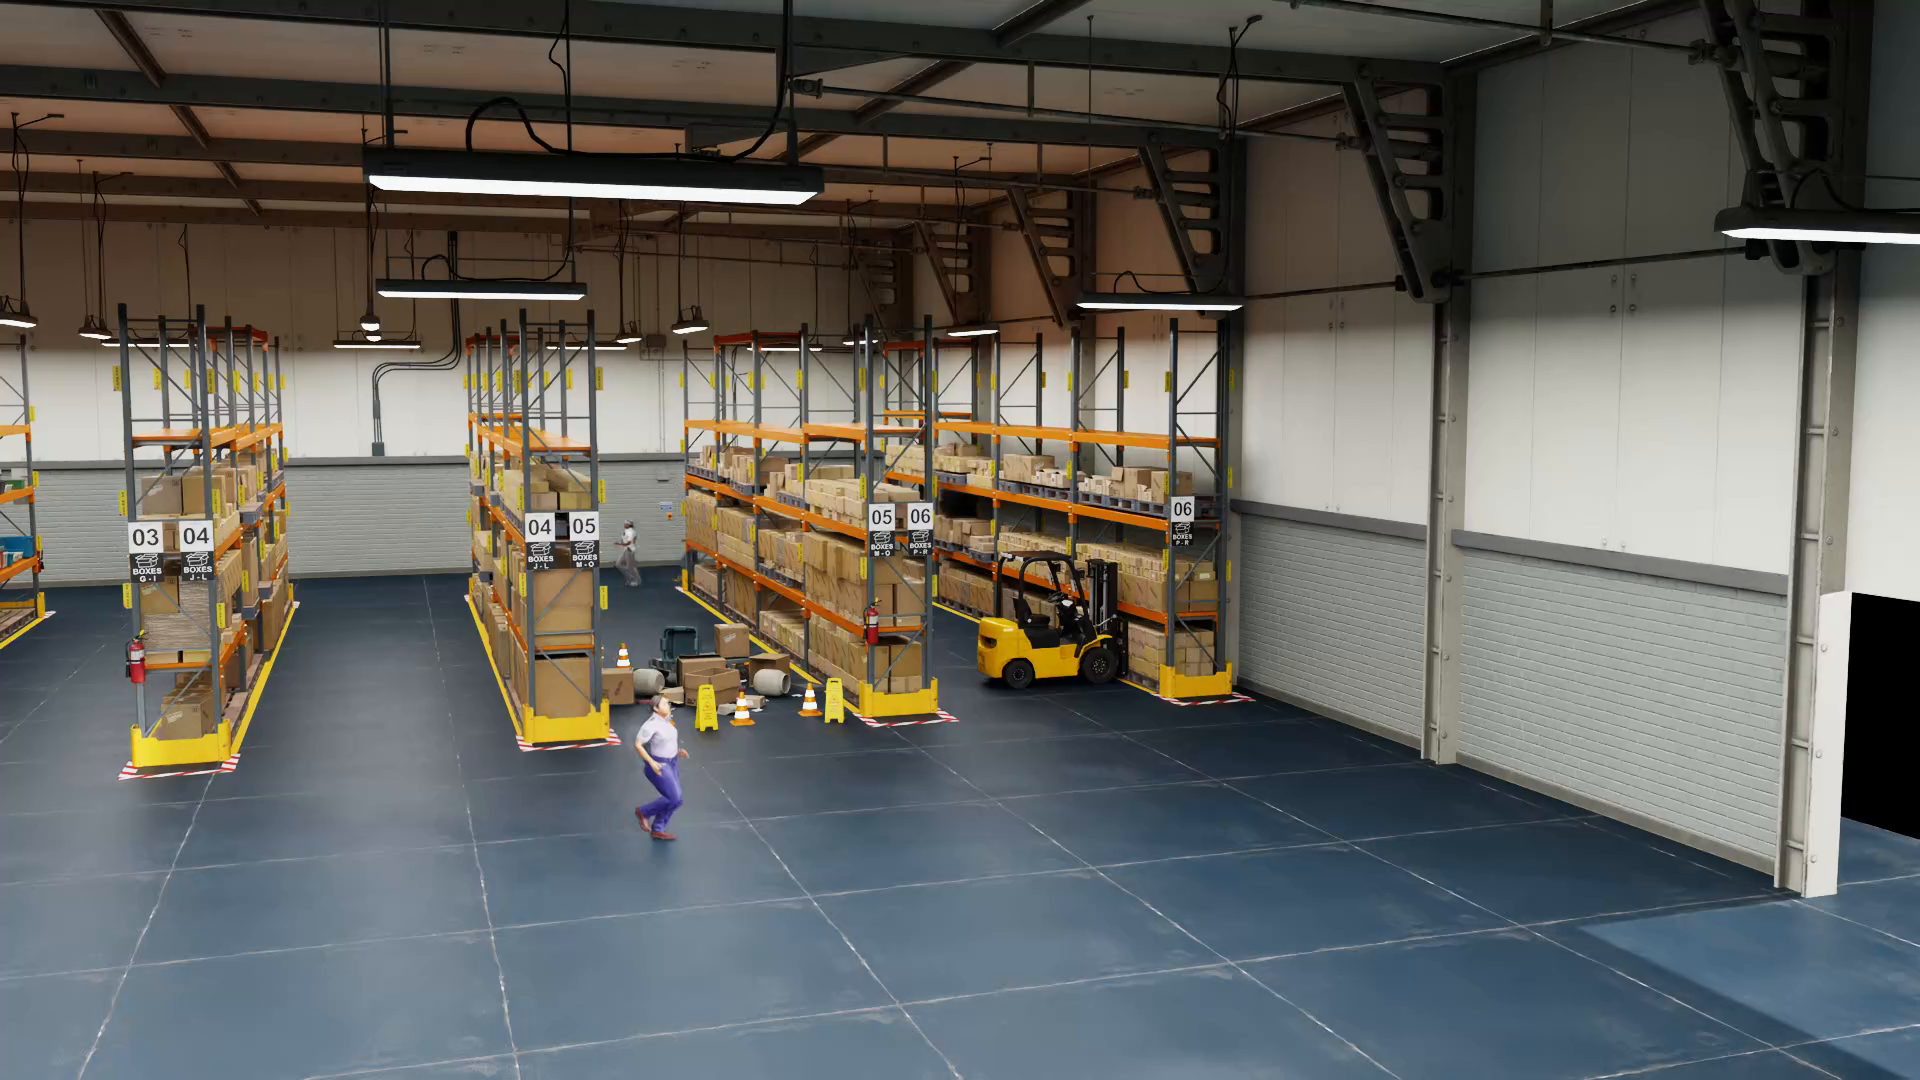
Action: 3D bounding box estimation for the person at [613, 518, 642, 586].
[{"bbox_3d":[-8.162,0.296,40.776,0.661,1.690,0.545,-2,6,-23],"label":"person"}]

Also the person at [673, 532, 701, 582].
[{"bbox_3d":[-6.753,0.199,41.336,0.915,1.735,0.748,1,6,12],"label":"person"}]

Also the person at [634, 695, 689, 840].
[{"bbox_3d":[-3.251,2.489,18.189,0.547,1.603,0.607,1,6,13],"label":"person"}]
